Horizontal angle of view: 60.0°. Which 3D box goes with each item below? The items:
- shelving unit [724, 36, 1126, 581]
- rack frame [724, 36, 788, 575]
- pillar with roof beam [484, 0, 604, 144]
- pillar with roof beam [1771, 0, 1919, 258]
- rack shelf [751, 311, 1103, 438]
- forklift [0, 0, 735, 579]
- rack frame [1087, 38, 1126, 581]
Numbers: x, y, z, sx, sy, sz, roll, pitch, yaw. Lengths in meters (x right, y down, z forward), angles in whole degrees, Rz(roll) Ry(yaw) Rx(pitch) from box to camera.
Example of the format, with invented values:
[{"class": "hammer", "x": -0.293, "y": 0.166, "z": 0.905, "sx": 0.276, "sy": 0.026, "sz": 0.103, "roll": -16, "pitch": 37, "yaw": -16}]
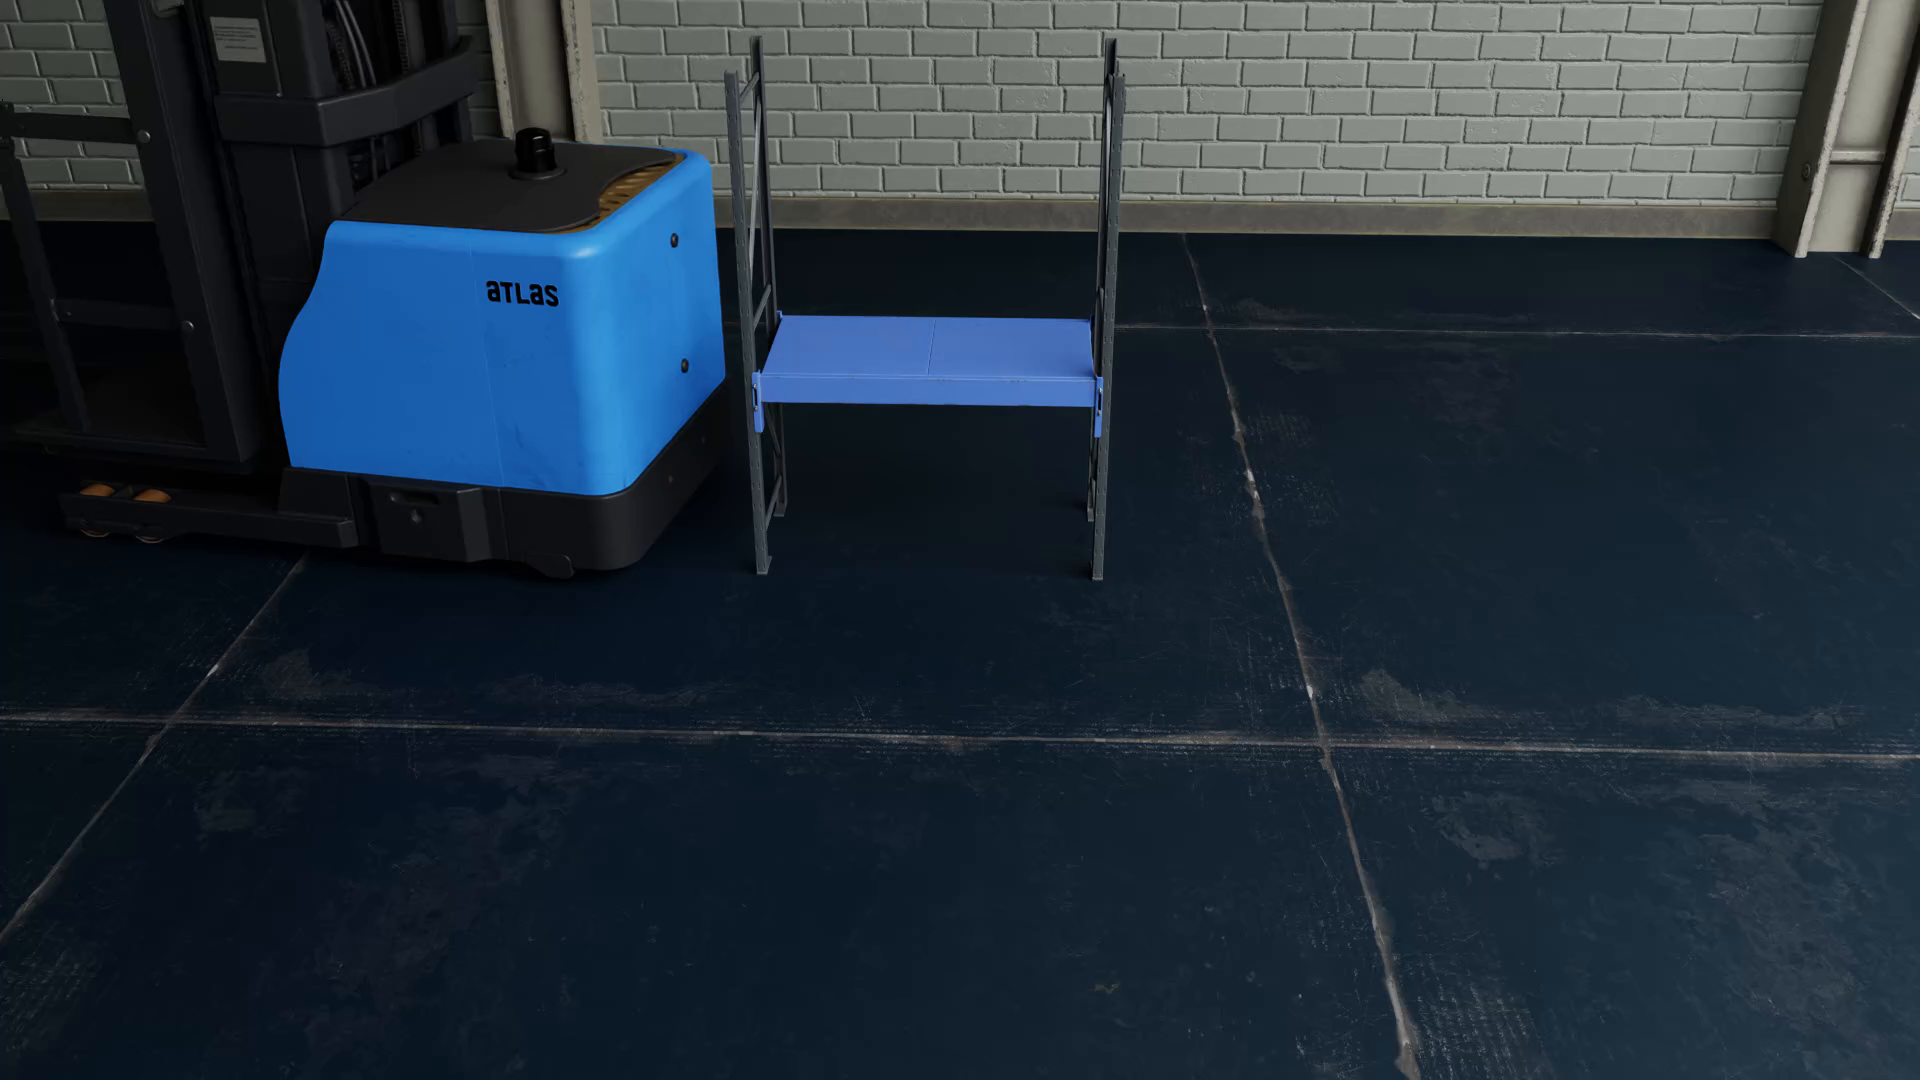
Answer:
[{"class": "shelving unit", "x": -0.085, "y": -0.664, "z": 4.901, "sx": 1.048, "sy": 1.500, "sz": 0.538, "roll": 1, "pitch": 28, "yaw": 2}, {"class": "rack frame", "x": -0.593, "y": -0.672, "z": 4.917, "sx": 0.032, "sy": 1.500, "sz": 0.500, "roll": 1, "pitch": 28, "yaw": 2}, {"class": "pillar with roof beam", "x": -2.067, "y": -3.444, "z": 2.139, "sx": 0.400, "sy": 9.000, "sz": 9.100, "roll": 1, "pitch": 28, "yaw": 2}, {"class": "pillar with roof beam", "x": 3.930, "y": -3.345, "z": 1.952, "sx": 0.400, "sy": 9.000, "sz": 9.100, "roll": 1, "pitch": 28, "yaw": 2}, {"class": "rack shelf", "x": -0.085, "y": -0.505, "z": 4.986, "sx": 1.000, "sy": 0.185, "sz": 0.538, "roll": 1, "pitch": 28, "yaw": 2}, {"class": "forklift", "x": -2.349, "y": -1.518, "z": 4.985, "sx": 3.031, "sy": 2.935, "sz": 1.130, "roll": 6, "pitch": 28, "yaw": 11}, {"class": "rack frame", "x": 0.423, "y": -0.656, "z": 4.886, "sx": 0.032, "sy": 1.500, "sz": 0.500, "roll": 1, "pitch": 28, "yaw": 2}]
